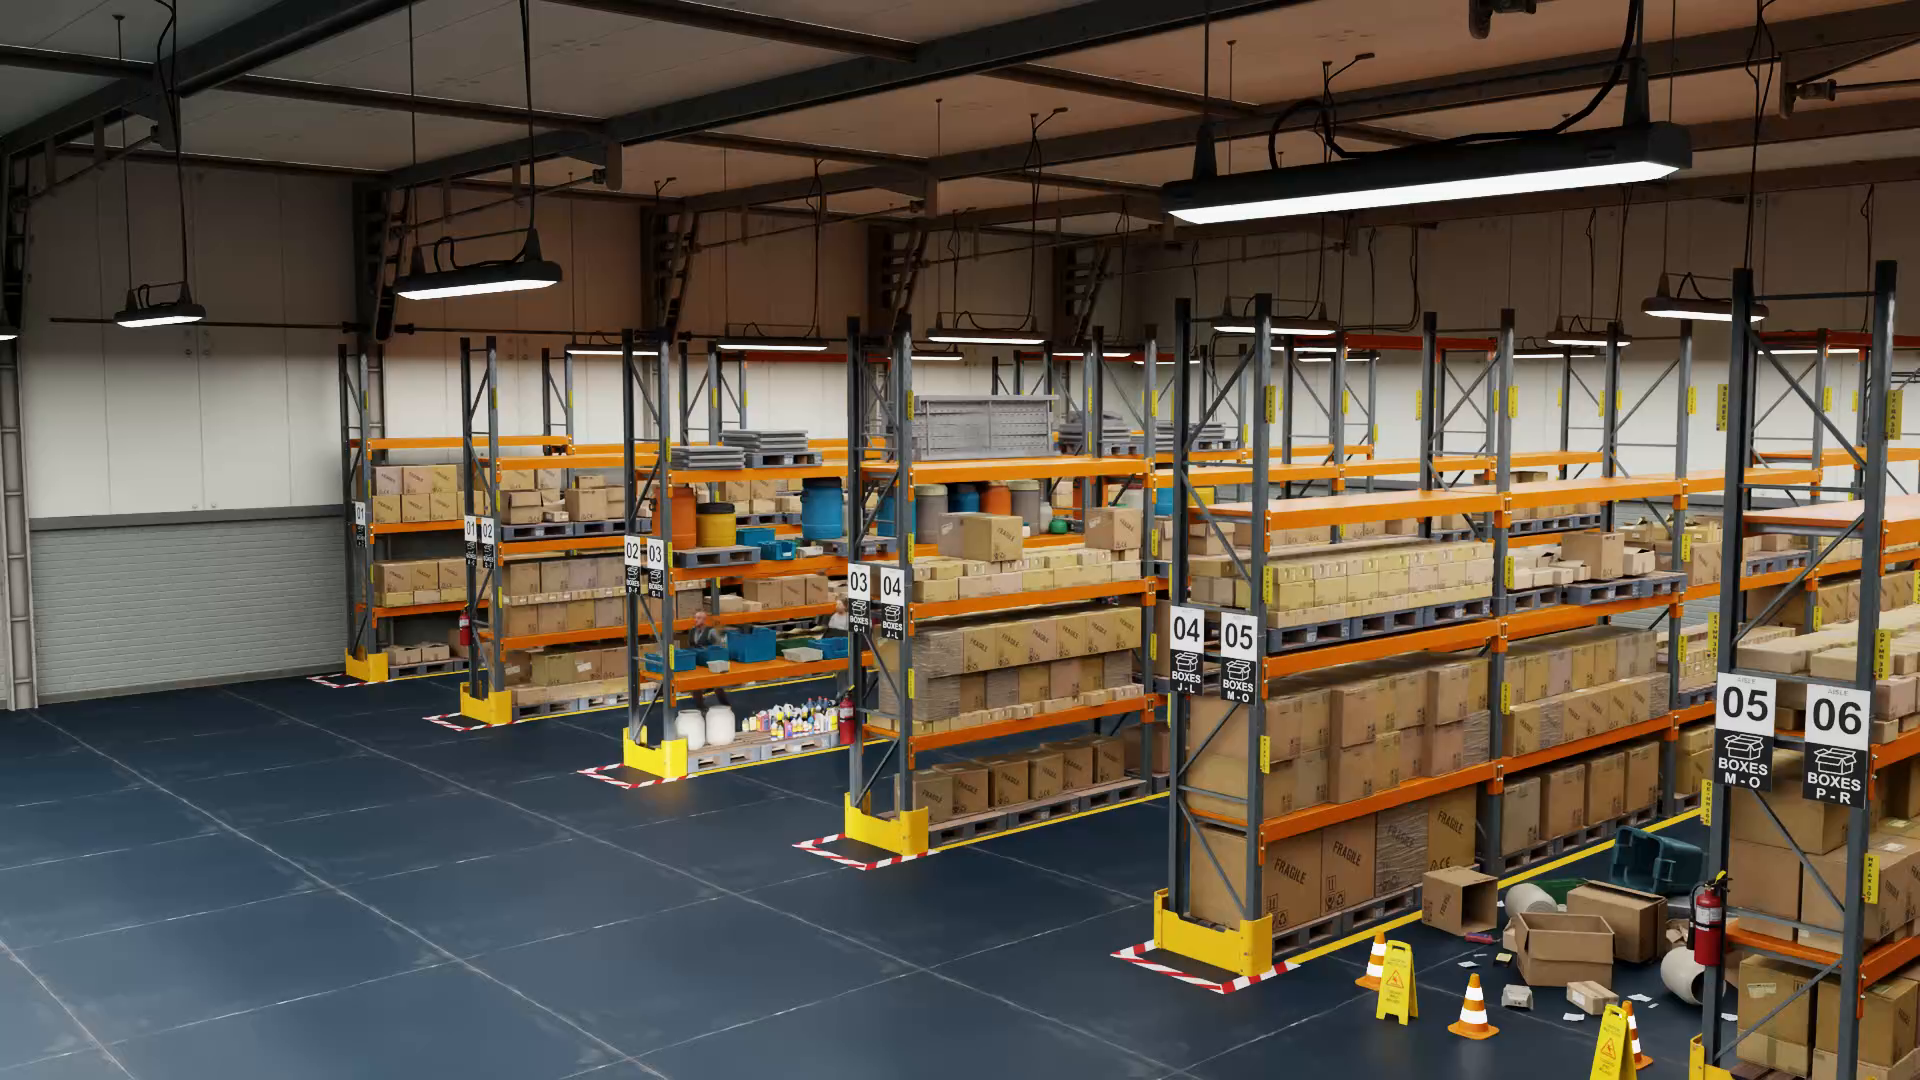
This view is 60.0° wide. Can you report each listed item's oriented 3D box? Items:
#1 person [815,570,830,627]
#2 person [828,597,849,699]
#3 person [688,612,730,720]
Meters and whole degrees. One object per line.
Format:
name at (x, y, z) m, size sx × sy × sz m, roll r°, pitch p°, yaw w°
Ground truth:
person at (-2.652, 1.393, 33.320) m, size 0.733 × 1.607 × 0.541 m, roll -4°, pitch 6°, yaw -36°
person at (-1.967, 1.820, 28.105) m, size 0.509 × 1.709 × 0.817 m, roll 5°, pitch 7°, yaw 42°
person at (-4.004, 2.080, 25.941) m, size 0.718 × 1.584 × 0.798 m, roll 2°, pitch 5°, yaw 21°
